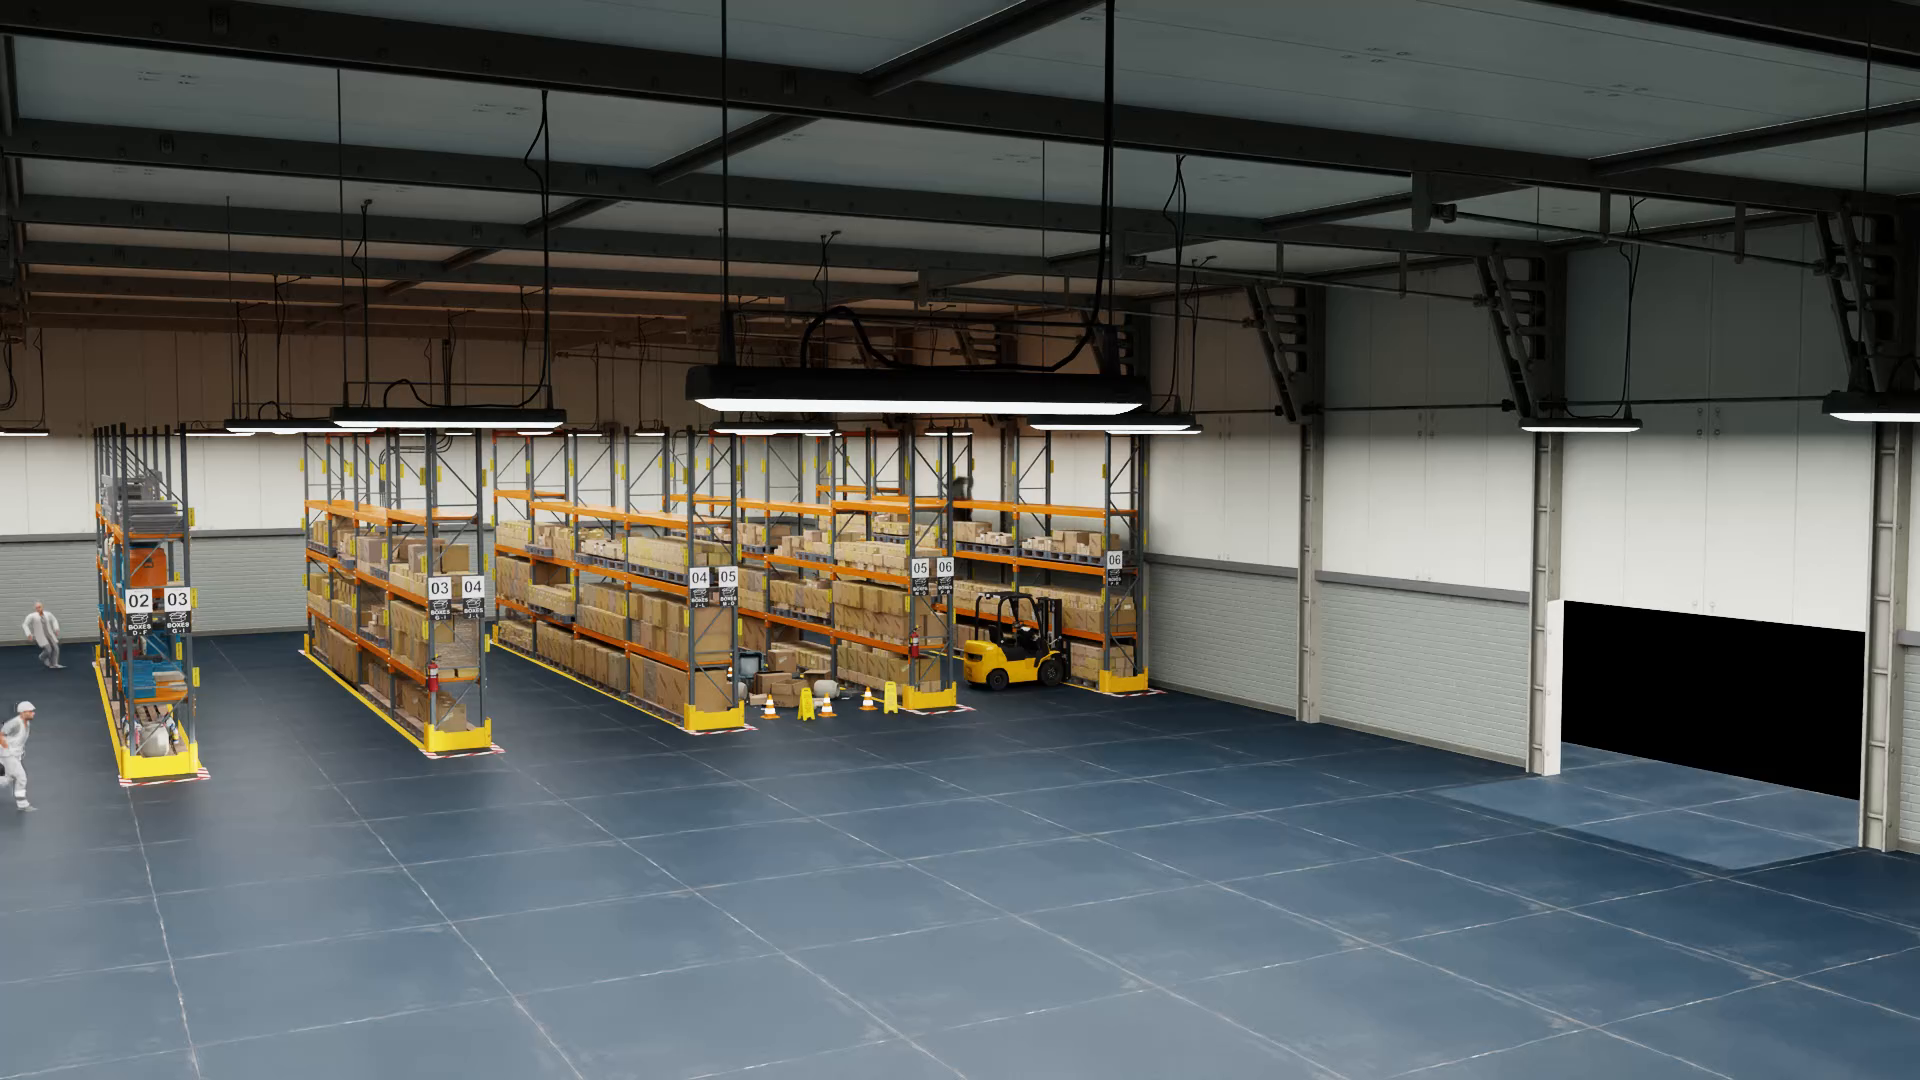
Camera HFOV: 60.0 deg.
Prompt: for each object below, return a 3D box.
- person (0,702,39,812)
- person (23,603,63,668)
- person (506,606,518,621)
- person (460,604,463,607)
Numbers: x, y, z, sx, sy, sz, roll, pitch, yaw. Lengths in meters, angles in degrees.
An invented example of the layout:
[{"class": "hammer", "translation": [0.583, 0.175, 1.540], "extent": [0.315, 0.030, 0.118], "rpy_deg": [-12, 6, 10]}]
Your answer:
[{"class": "person", "translation": [-14.635, 3.342, 25.487], "extent": [0.972, 1.726, 0.665], "rpy_deg": [0, 3, -1]}, {"class": "person", "translation": [-22.783, 2.391, 41.287], "extent": [0.580, 1.682, 0.795], "rpy_deg": [2, 4, 35]}, {"class": "person", "translation": [-13.401, 1.888, 49.830], "extent": [0.658, 1.648, 0.632], "rpy_deg": [1, 3, 9]}, {"class": "person", "translation": [-13.132, 2.183, 44.694], "extent": [0.552, 1.688, 0.703], "rpy_deg": [-2, 4, -35]}]
